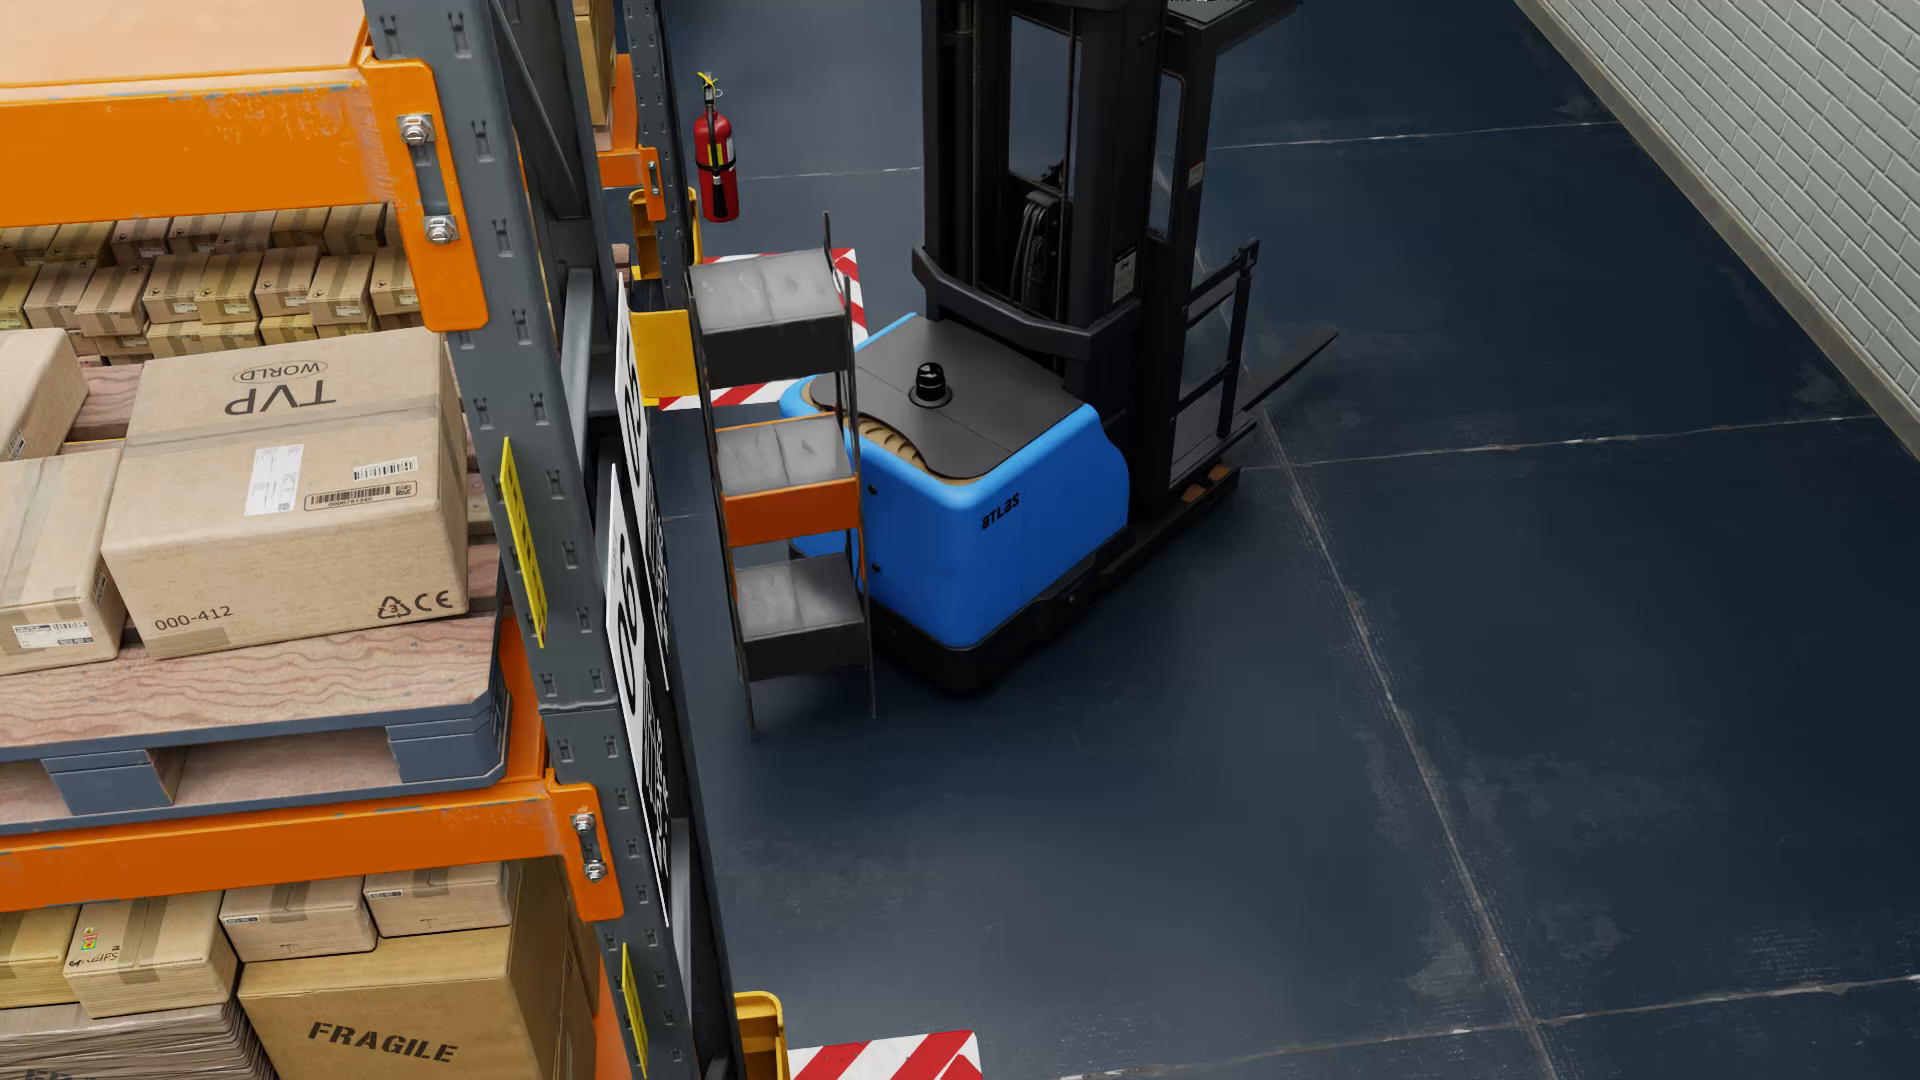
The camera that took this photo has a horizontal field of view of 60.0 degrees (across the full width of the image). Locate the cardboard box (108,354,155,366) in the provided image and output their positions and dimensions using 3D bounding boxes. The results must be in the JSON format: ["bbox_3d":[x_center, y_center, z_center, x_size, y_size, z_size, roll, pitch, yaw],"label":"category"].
[{"bbox_3d":[-3.973,-0.969,8.115,0.250,0.149,0.380,-7,42,-7],"label":"cardboard box"}]

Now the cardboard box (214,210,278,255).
[{"bbox_3d":[-3.523,-1.506,8.266,0.250,0.149,0.380,-5,42,-5],"label":"cardboard box"}]

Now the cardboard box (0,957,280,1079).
[{"bbox_3d":[-1.640,0.915,3.390,0.500,0.500,0.500,-5,42,-5],"label":"cardboard box"}]

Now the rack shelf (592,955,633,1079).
[{"bbox_3d":[-2.661,1.500,4.100,4.000,0.370,1.077,-5,42,-6],"label":"rack shelf"}]

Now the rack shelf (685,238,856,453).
[{"bbox_3d":[-0.637,-0.655,5.594,0.480,0.518,0.431,-9,43,-10],"label":"rack shelf"}]

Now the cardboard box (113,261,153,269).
[{"bbox_3d":[-4.073,-1.377,8.345,0.250,0.149,0.380,-4,42,-4],"label":"cardboard box"}]

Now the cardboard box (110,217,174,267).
[{"bbox_3d":[-4.049,-1.525,8.287,0.250,0.149,0.380,-7,43,-8],"label":"cardboard box"}]

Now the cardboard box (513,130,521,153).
[{"bbox_3d":[-1.958,-1.914,7.535,0.250,0.149,0.380,-5,42,-6],"label":"cardboard box"}]

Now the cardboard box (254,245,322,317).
[{"bbox_3d":[-3.209,-1.243,7.975,0.250,0.149,0.380,-6,42,-7],"label":"cardboard box"}]

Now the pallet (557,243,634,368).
[{"bbox_3d":[-2.305,-1.131,8.561,1.213,0.211,1.003,-5,42,-6],"label":"pallet"}]

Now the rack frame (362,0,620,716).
[{"bbox_3d":[-0.678,-1.169,2.043,0.127,3.000,1.000,-5,42,-6],"label":"rack frame"}]

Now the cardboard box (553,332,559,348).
[{"bbox_3d":[-1.915,-1.133,8.297,0.250,0.149,0.380,-4,42,-5],"label":"cardboard box"}]

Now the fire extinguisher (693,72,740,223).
[{"bbox_3d":[-1.110,-1.768,7.522,0.183,0.674,0.296,-5,42,-6],"label":"fire extinguisher"}]

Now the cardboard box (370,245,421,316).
[{"bbox_3d":[-2.674,-1.253,7.986,0.250,0.149,0.380,-7,42,-7],"label":"cardboard box"}]

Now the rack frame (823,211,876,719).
[{"bbox_3d":[-0.396,-0.189,6.099,0.015,2.100,0.400,-9,43,-10],"label":"rack frame"}]

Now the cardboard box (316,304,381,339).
[{"bbox_3d":[-2.933,-1.093,8.030,0.250,0.149,0.380,-4,42,-5],"label":"cardboard box"}]

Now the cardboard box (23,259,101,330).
[{"bbox_3d":[-4.237,-1.160,7.883,0.250,0.149,0.380,-6,42,-7],"label":"cardboard box"}]

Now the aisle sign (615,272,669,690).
[{"bbox_3d":[-0.644,-0.105,3.402,0.004,0.787,0.394,-5,42,-6],"label":"aisle sign"}]

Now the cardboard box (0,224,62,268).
[{"bbox_3d":[-4.573,-1.470,8.226,0.250,0.149,0.380,-5,42,-6],"label":"cardboard box"}]

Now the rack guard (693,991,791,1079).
[{"bbox_3d":[-0.654,1.985,4.891,0.348,0.500,1.175,-5,42,-6],"label":"rack guard"}]

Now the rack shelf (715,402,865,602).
[{"bbox_3d":[-0.633,-0.139,6.067,0.480,0.518,0.431,-9,43,-10],"label":"rack shelf"}]

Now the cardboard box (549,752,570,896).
[{"bbox_3d":[-1.191,0.503,3.847,0.500,0.500,0.500,-6,42,-6],"label":"cardboard box"}]

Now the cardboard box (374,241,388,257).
[{"bbox_3d":[-3.002,-1.450,8.426,0.250,0.149,0.380,-7,43,-8],"label":"cardboard box"}]

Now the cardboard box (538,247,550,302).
[{"bbox_3d":[-1.912,-1.324,8.064,0.250,0.149,0.380,-5,42,-5],"label":"cardboard box"}]

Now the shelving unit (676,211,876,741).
[{"bbox_3d":[-0.633,-0.149,6.058,0.503,2.100,0.431,-9,43,-10],"label":"shelving unit"}]

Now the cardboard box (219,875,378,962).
[{"bbox_3d":[-1.257,0.612,3.242,0.250,0.149,0.380,-4,42,-5],"label":"cardboard box"}]

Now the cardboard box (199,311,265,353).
[{"bbox_3d":[-3.459,-1.040,7.972,0.250,0.149,0.380,-5,42,-5],"label":"cardboard box"}]

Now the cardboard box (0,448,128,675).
[{"bbox_3d":[-1.518,0.033,2.748,0.250,0.149,0.380,-8,43,-9],"label":"cardboard box"}]

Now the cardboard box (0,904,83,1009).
[{"bbox_3d":[-1.757,0.684,3.161,0.250,0.149,0.380,-4,42,-5],"label":"cardboard box"}]

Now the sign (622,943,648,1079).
[{"bbox_3d":[-0.621,0.902,3.184,0.005,0.325,0.100,-5,42,-6],"label":"sign"}]

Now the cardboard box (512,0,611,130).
[{"bbox_3d":[-1.832,-2.158,7.321,0.500,0.500,0.500,-4,42,-5],"label":"cardboard box"}]

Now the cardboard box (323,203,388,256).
[{"bbox_3d":[-3.019,-1.583,8.352,0.250,0.149,0.380,-3,42,-4],"label":"cardboard box"}]

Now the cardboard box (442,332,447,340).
[{"bbox_3d":[-2.421,-1.146,8.089,0.250,0.149,0.380,-7,42,-7],"label":"cardboard box"}]

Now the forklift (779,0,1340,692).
[{"bbox_3d":[0.636,-1.381,6.808,1.130,2.935,3.031,31,51,30],"label":"forklift"}]

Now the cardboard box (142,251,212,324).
[{"bbox_3d":[-3.715,-1.207,7.934,0.250,0.149,0.380,-7,42,-7],"label":"cardboard box"}]

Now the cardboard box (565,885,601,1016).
[{"bbox_3d":[-1.191,0.873,4.184,0.500,0.500,0.500,-5,42,-6],"label":"cardboard box"}]

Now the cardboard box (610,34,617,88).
[{"bbox_3d":[-1.784,-2.316,7.981,0.250,0.149,0.380,-5,42,-6],"label":"cardboard box"}]

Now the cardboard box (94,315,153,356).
[{"bbox_3d":[-3.965,-1.056,7.989,0.250,0.149,0.380,-3,42,-4],"label":"cardboard box"}]

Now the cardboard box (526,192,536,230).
[{"bbox_3d":[-2.241,-1.615,8.386,0.250,0.149,0.380,-4,42,-5],"label":"cardboard box"}]

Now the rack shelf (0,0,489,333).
[{"bbox_3d":[-2.661,-0.580,2.225,4.000,0.370,1.077,-5,42,-6],"label":"rack shelf"}]
